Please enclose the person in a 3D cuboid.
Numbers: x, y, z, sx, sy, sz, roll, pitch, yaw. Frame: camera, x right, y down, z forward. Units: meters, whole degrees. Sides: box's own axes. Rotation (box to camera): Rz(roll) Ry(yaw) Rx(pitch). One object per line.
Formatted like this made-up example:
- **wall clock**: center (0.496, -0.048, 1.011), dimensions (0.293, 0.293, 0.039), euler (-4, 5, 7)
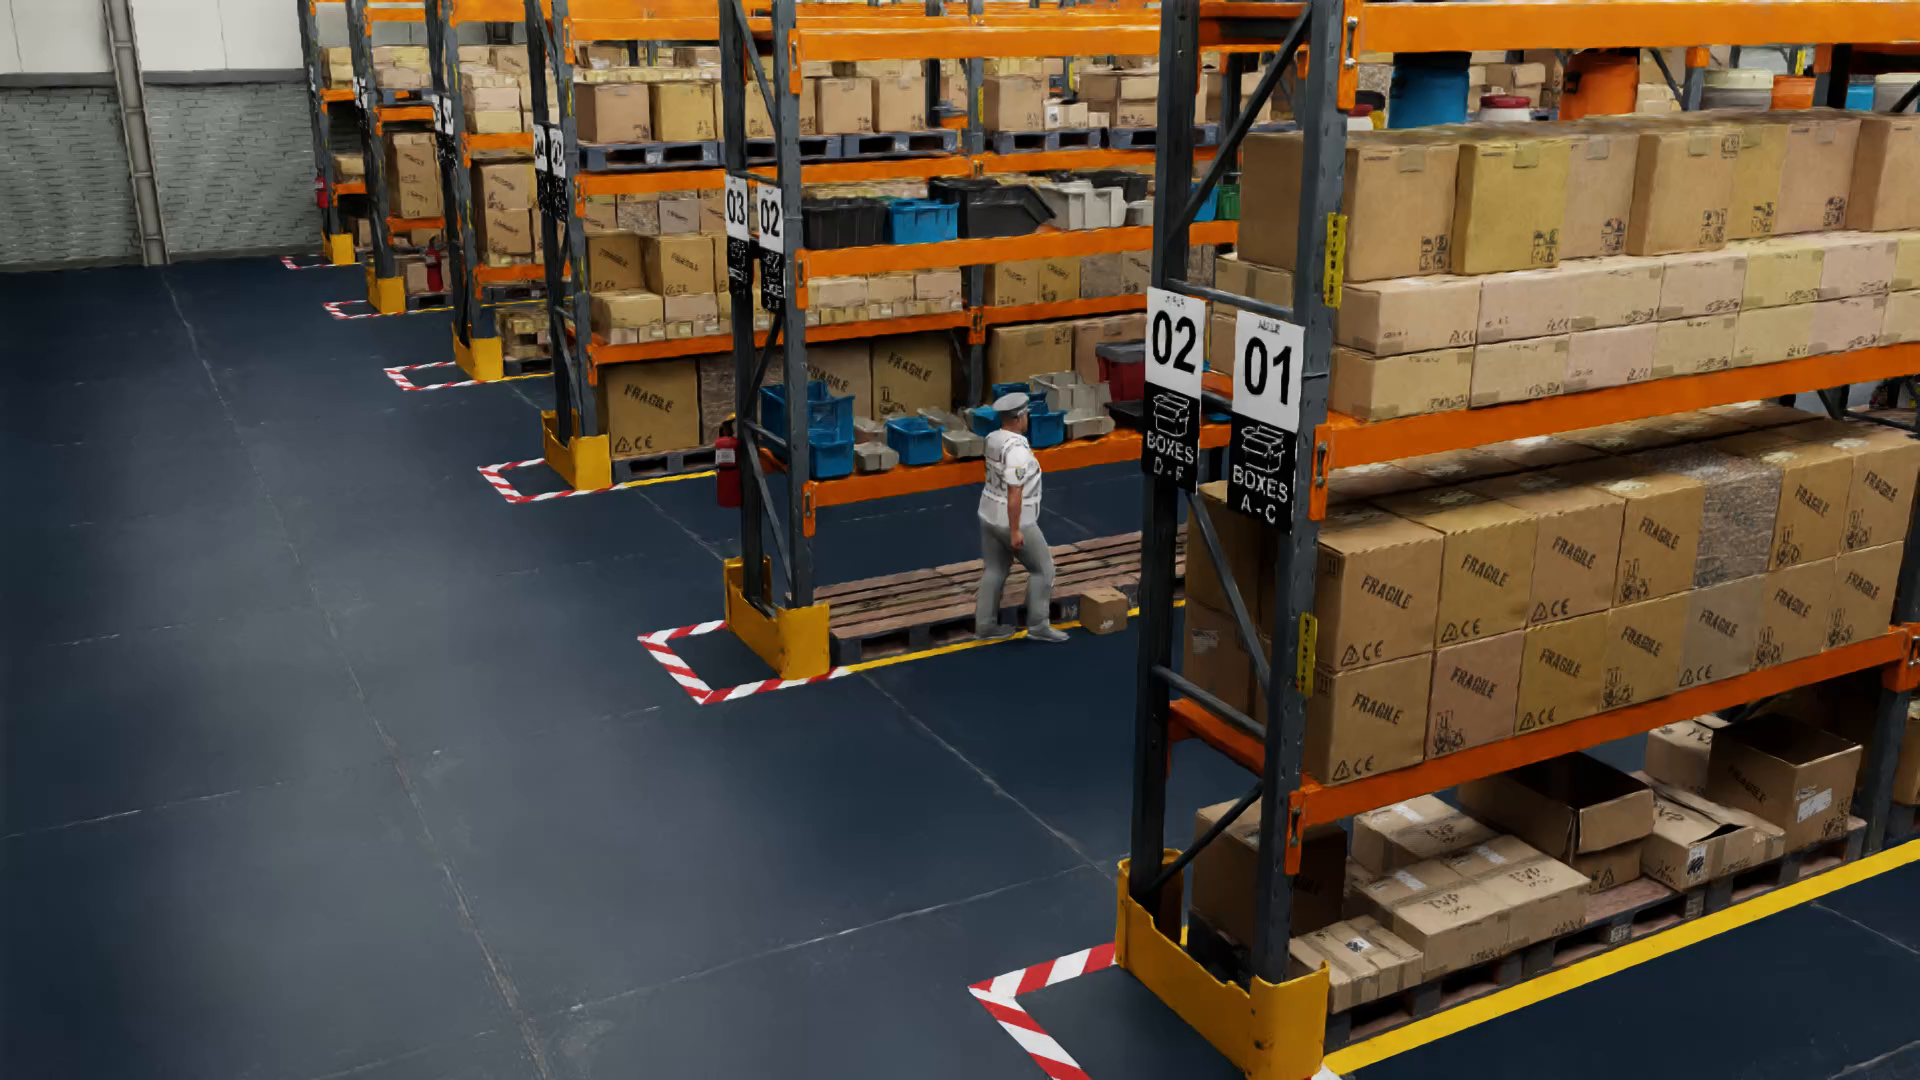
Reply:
- **person**: center (0.395, -0.155, 11.474), dimensions (0.606, 1.770, 0.536), euler (-10, 21, -28)
